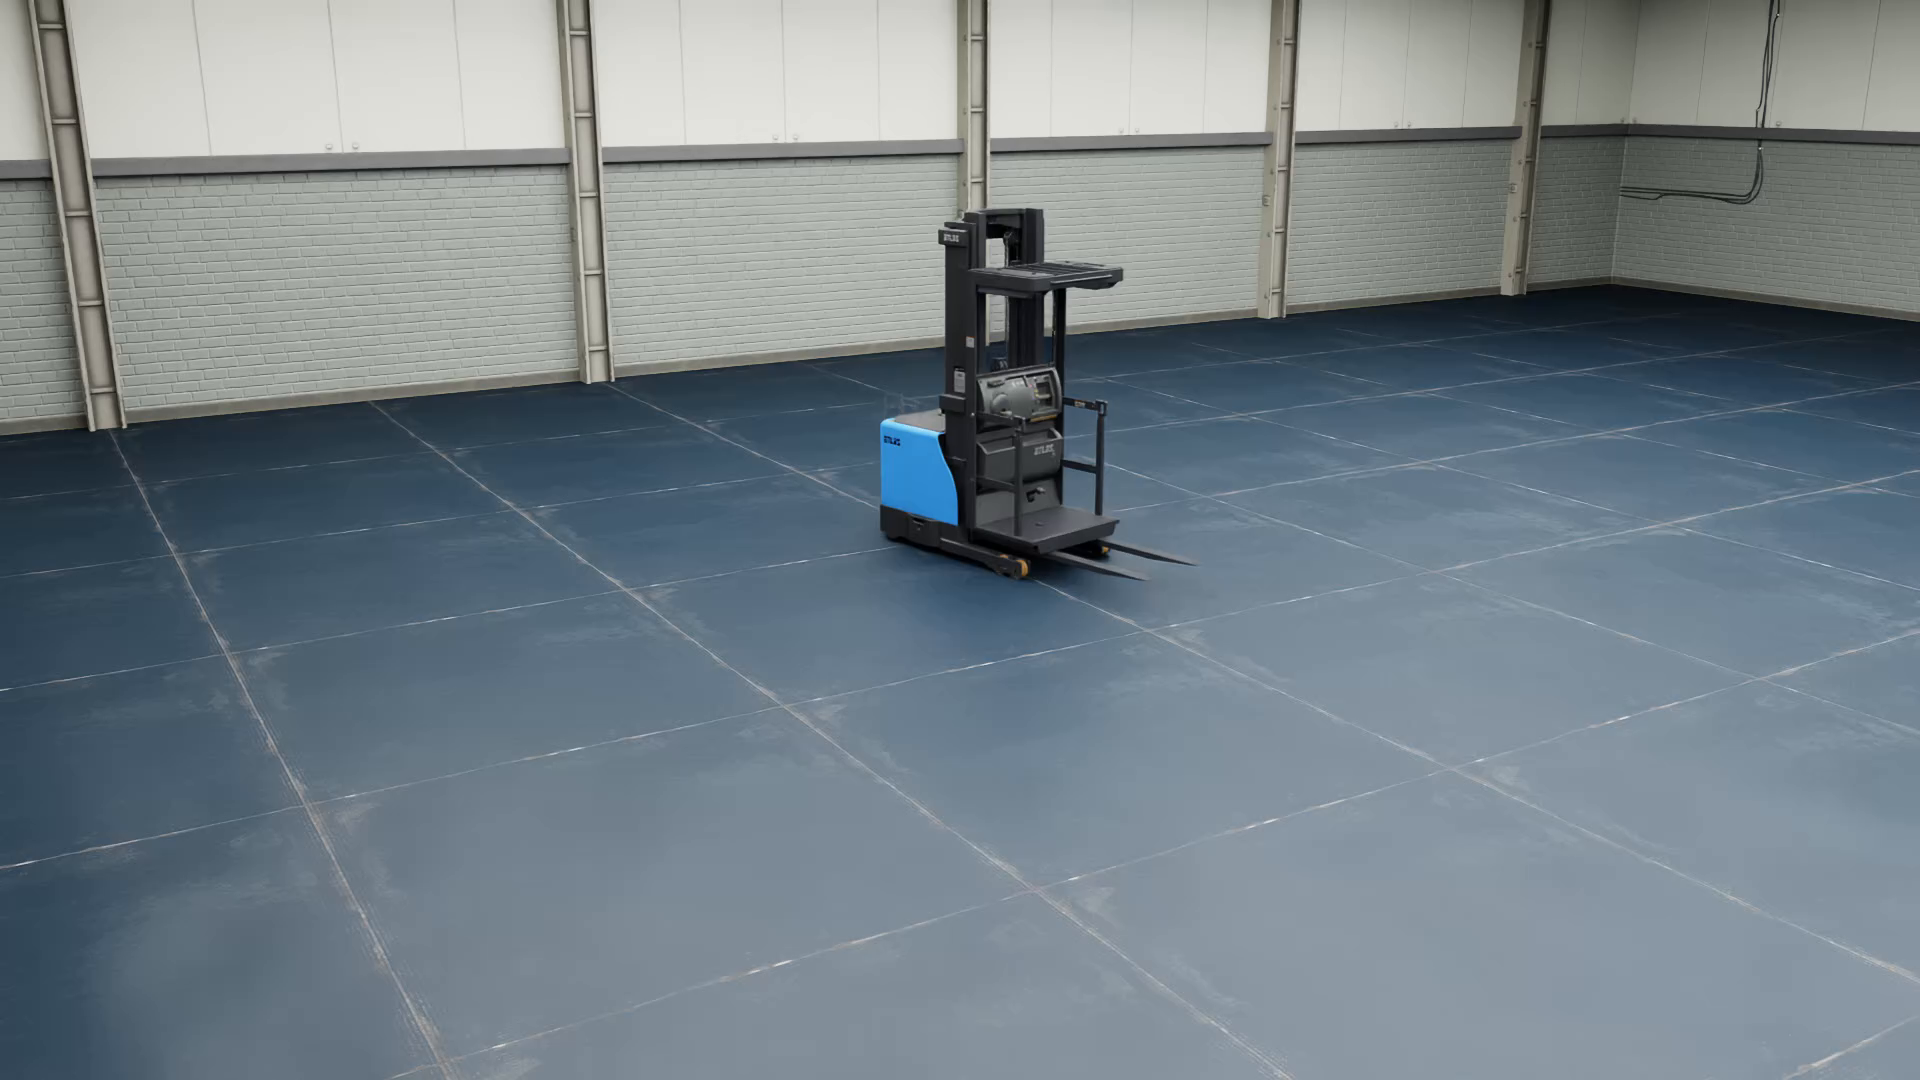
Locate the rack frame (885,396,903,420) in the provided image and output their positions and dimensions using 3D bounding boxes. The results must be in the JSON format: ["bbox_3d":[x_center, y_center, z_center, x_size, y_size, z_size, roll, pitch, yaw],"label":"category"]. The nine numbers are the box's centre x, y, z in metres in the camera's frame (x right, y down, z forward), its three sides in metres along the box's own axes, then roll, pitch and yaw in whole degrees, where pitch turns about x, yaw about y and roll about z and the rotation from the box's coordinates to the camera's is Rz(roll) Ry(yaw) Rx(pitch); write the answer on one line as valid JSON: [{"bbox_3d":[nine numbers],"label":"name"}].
[{"bbox_3d":[-0.597,-0.705,15.201,0.006,1.200,0.240,-15,22,-43],"label":"rack frame"}]

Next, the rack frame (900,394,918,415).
[{"bbox_3d":[-0.467,-0.739,15.324,0.006,1.200,0.240,-15,22,-43],"label":"rack frame"}]

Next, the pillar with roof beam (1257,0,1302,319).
[{"bbox_3d":[7.564,-7.172,23.823,0.400,9.000,9.100,-9,18,-30],"label":"pillar with roof beam"}]

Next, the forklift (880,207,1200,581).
[{"bbox_3d":[0.656,-1.242,13.911,1.130,2.935,3.031,-14,21,-41],"label":"forklift"}]

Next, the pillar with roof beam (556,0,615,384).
[{"bbox_3d":[-2.722,-5.504,17.873,0.400,9.000,9.100,-9,18,-30],"label":"pillar with roof beam"}]

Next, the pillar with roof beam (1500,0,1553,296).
[{"bbox_3d":[12.707,-8.006,26.799,0.400,9.000,9.100,-9,18,-30],"label":"pillar with roof beam"}]

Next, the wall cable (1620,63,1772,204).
[{"bbox_3d":[13.696,-7.611,31.141,0.112,2.526,3.097,-9,18,-30],"label":"wall cable"}]

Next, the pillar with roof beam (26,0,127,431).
[{"bbox_3d":[-7.865,-4.670,14.897,0.400,9.000,9.100,-9,18,-30],"label":"pillar with roof beam"}]

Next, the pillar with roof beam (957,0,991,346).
[{"bbox_3d":[2.421,-6.338,20.848,0.400,9.000,9.100,-9,18,-30],"label":"pillar with roof beam"}]

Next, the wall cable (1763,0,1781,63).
[{"bbox_3d":[15.090,-9.416,28.226,0.112,2.526,3.097,-9,18,-30],"label":"wall cable"}]

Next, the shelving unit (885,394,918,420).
[{"bbox_3d":[-0.532,-0.722,15.263,0.189,1.200,0.258,-15,22,-43],"label":"shelving unit"}]
